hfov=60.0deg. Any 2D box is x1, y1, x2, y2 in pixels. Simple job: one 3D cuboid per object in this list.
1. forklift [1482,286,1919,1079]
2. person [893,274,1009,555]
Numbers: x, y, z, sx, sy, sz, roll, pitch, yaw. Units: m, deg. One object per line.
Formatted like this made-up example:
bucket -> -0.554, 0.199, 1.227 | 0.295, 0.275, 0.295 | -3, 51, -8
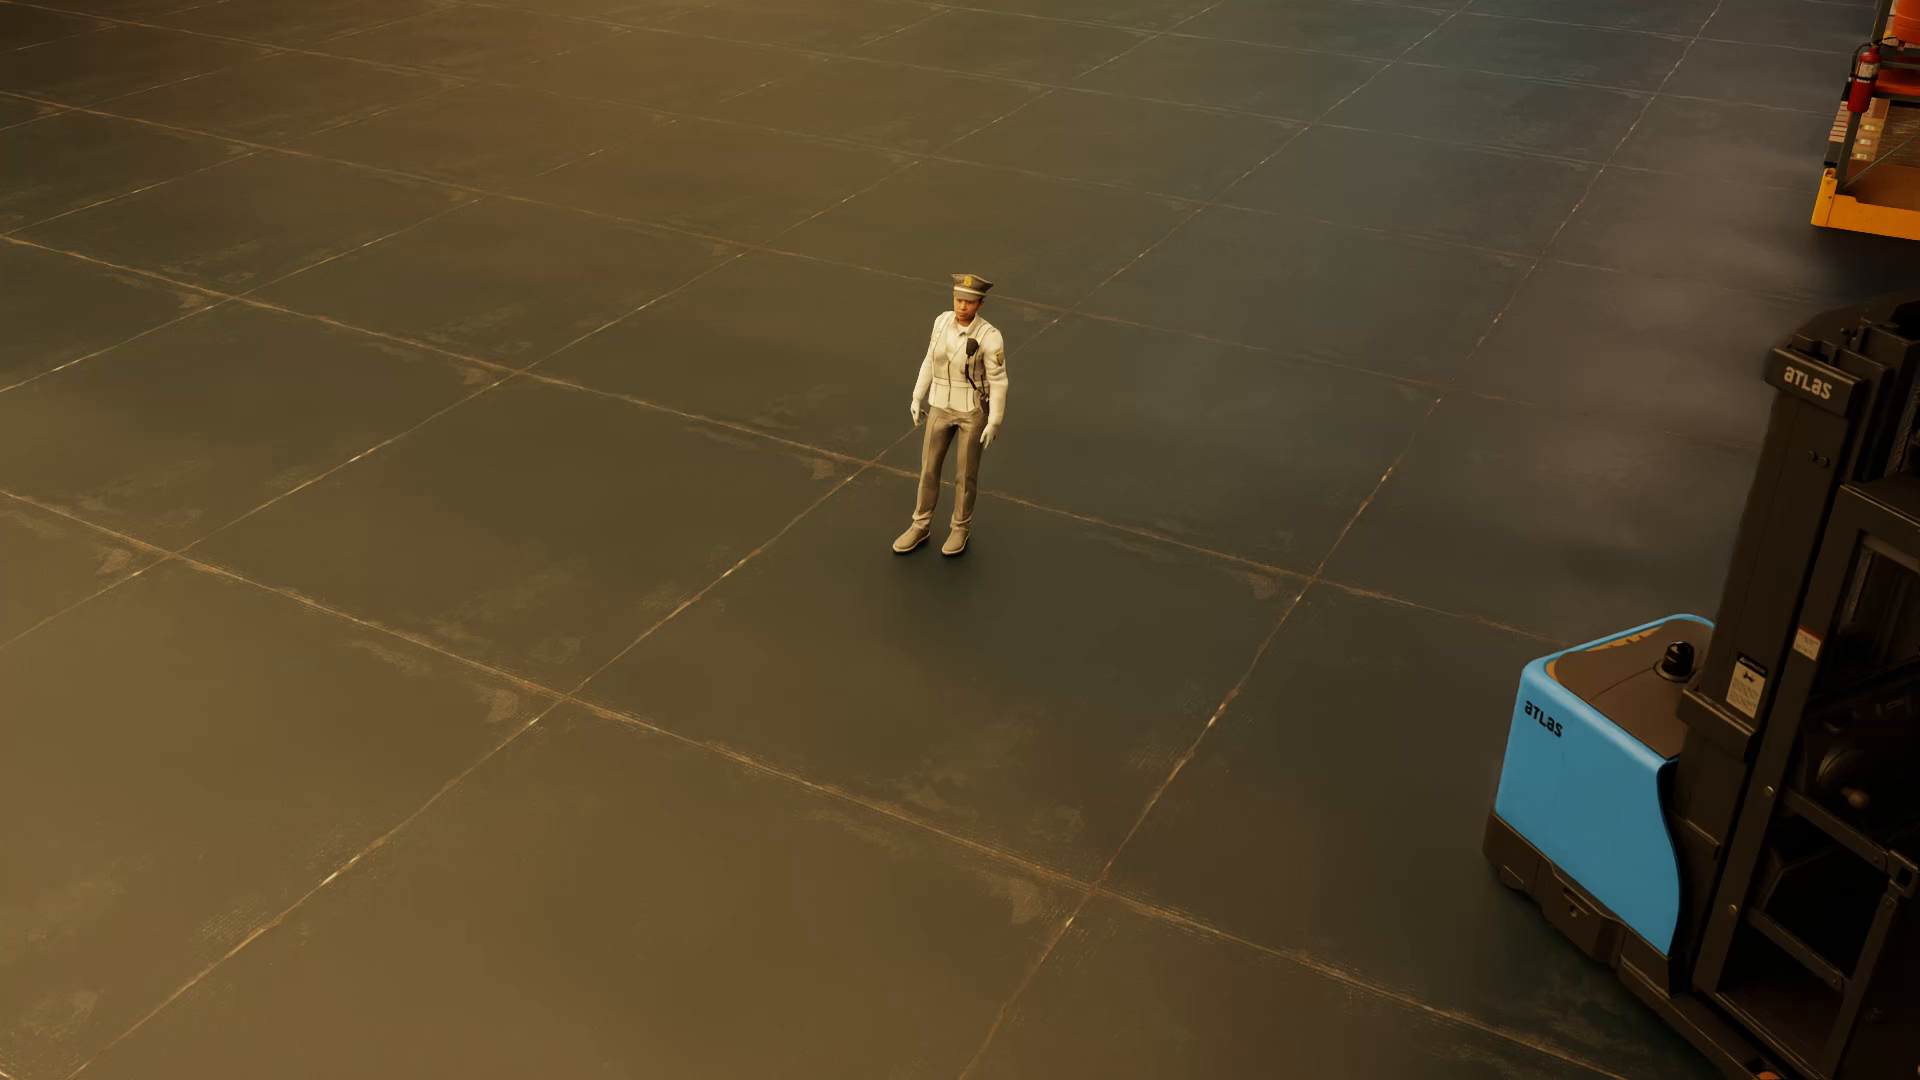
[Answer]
forklift -> 3.438, 0.731, 5.803 | 1.130, 2.935, 3.031 | -14, 33, -22
person -> -0.040, -0.712, 9.526 | 0.586, 1.694, 0.530 | 15, 33, 25
